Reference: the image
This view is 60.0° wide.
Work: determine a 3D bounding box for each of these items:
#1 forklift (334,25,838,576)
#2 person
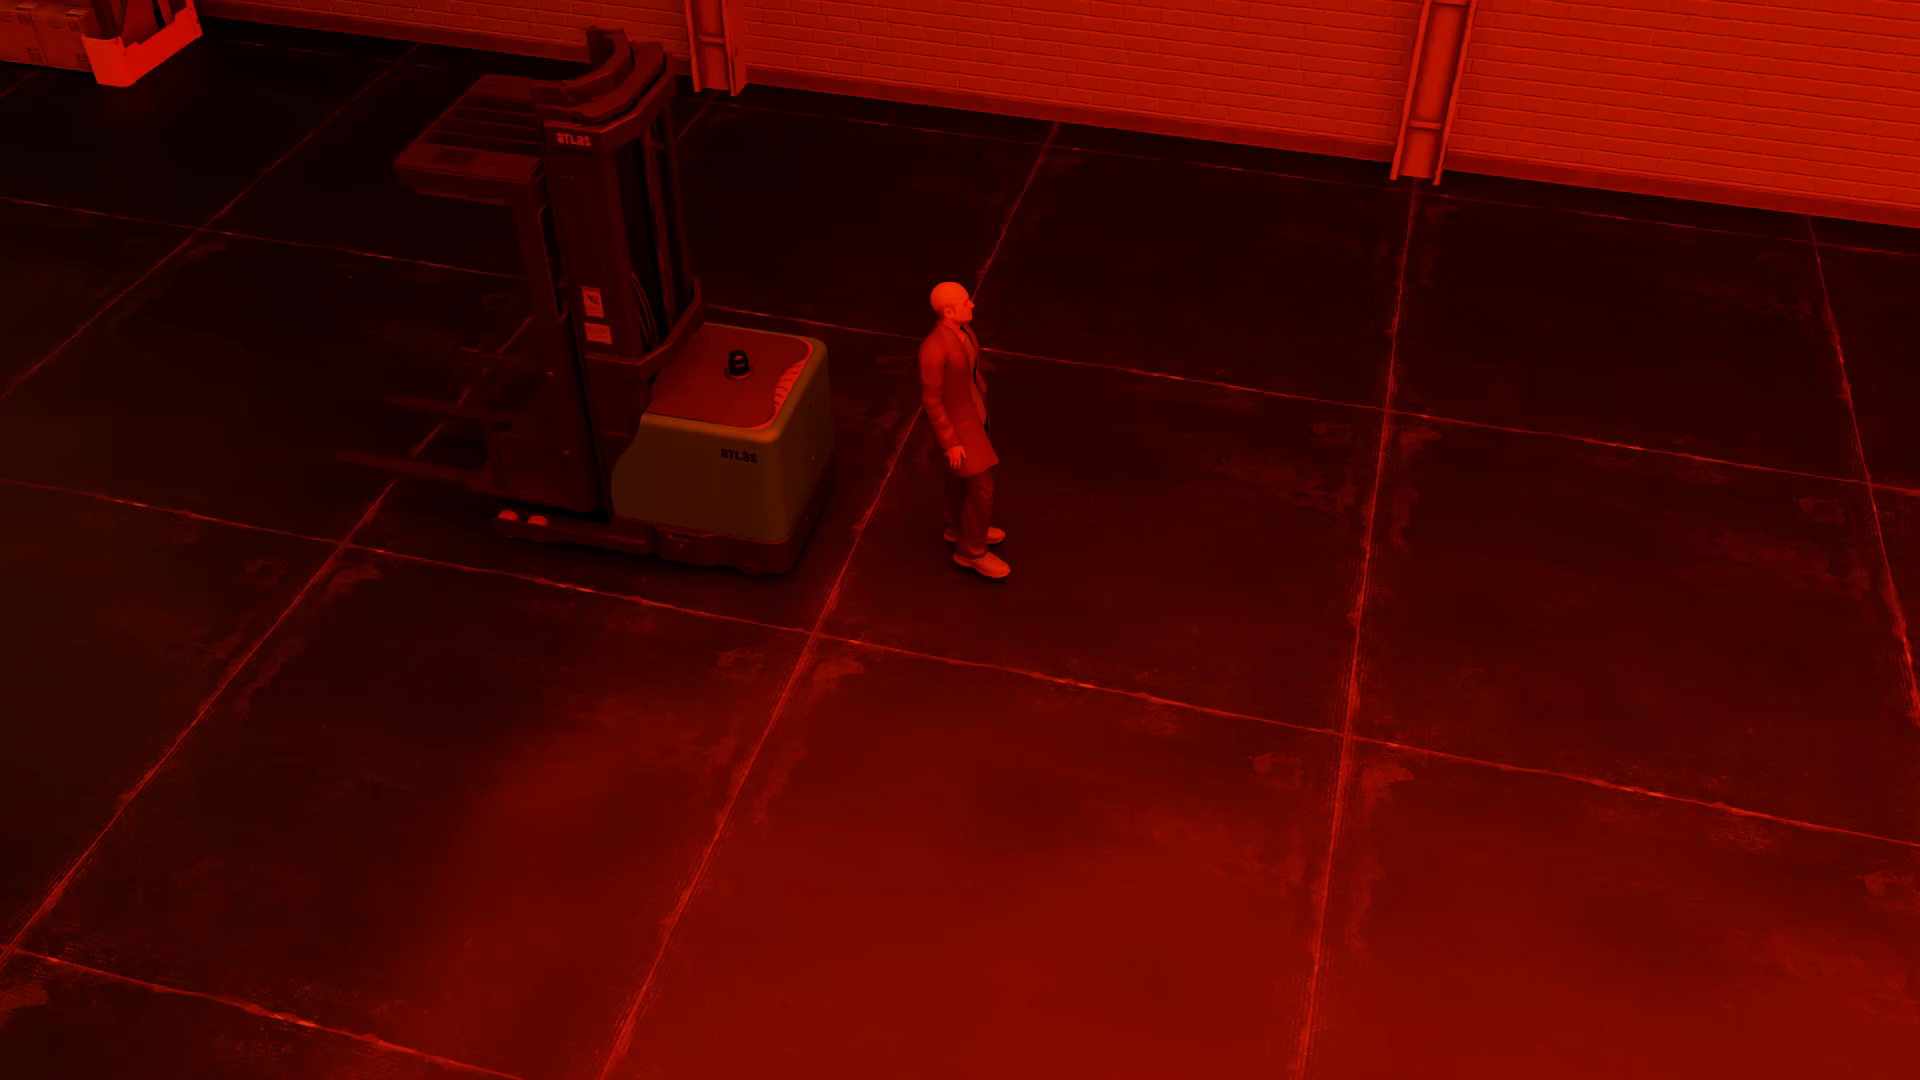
[{"bbox_3d":[-2.343,-1.414,9.475,3.031,2.935,1.130,10,42,11],"label":"forklift"},{"bbox_3d":[0.088,-0.656,9.473,0.580,1.778,0.696,10,42,11],"label":"person"}]
